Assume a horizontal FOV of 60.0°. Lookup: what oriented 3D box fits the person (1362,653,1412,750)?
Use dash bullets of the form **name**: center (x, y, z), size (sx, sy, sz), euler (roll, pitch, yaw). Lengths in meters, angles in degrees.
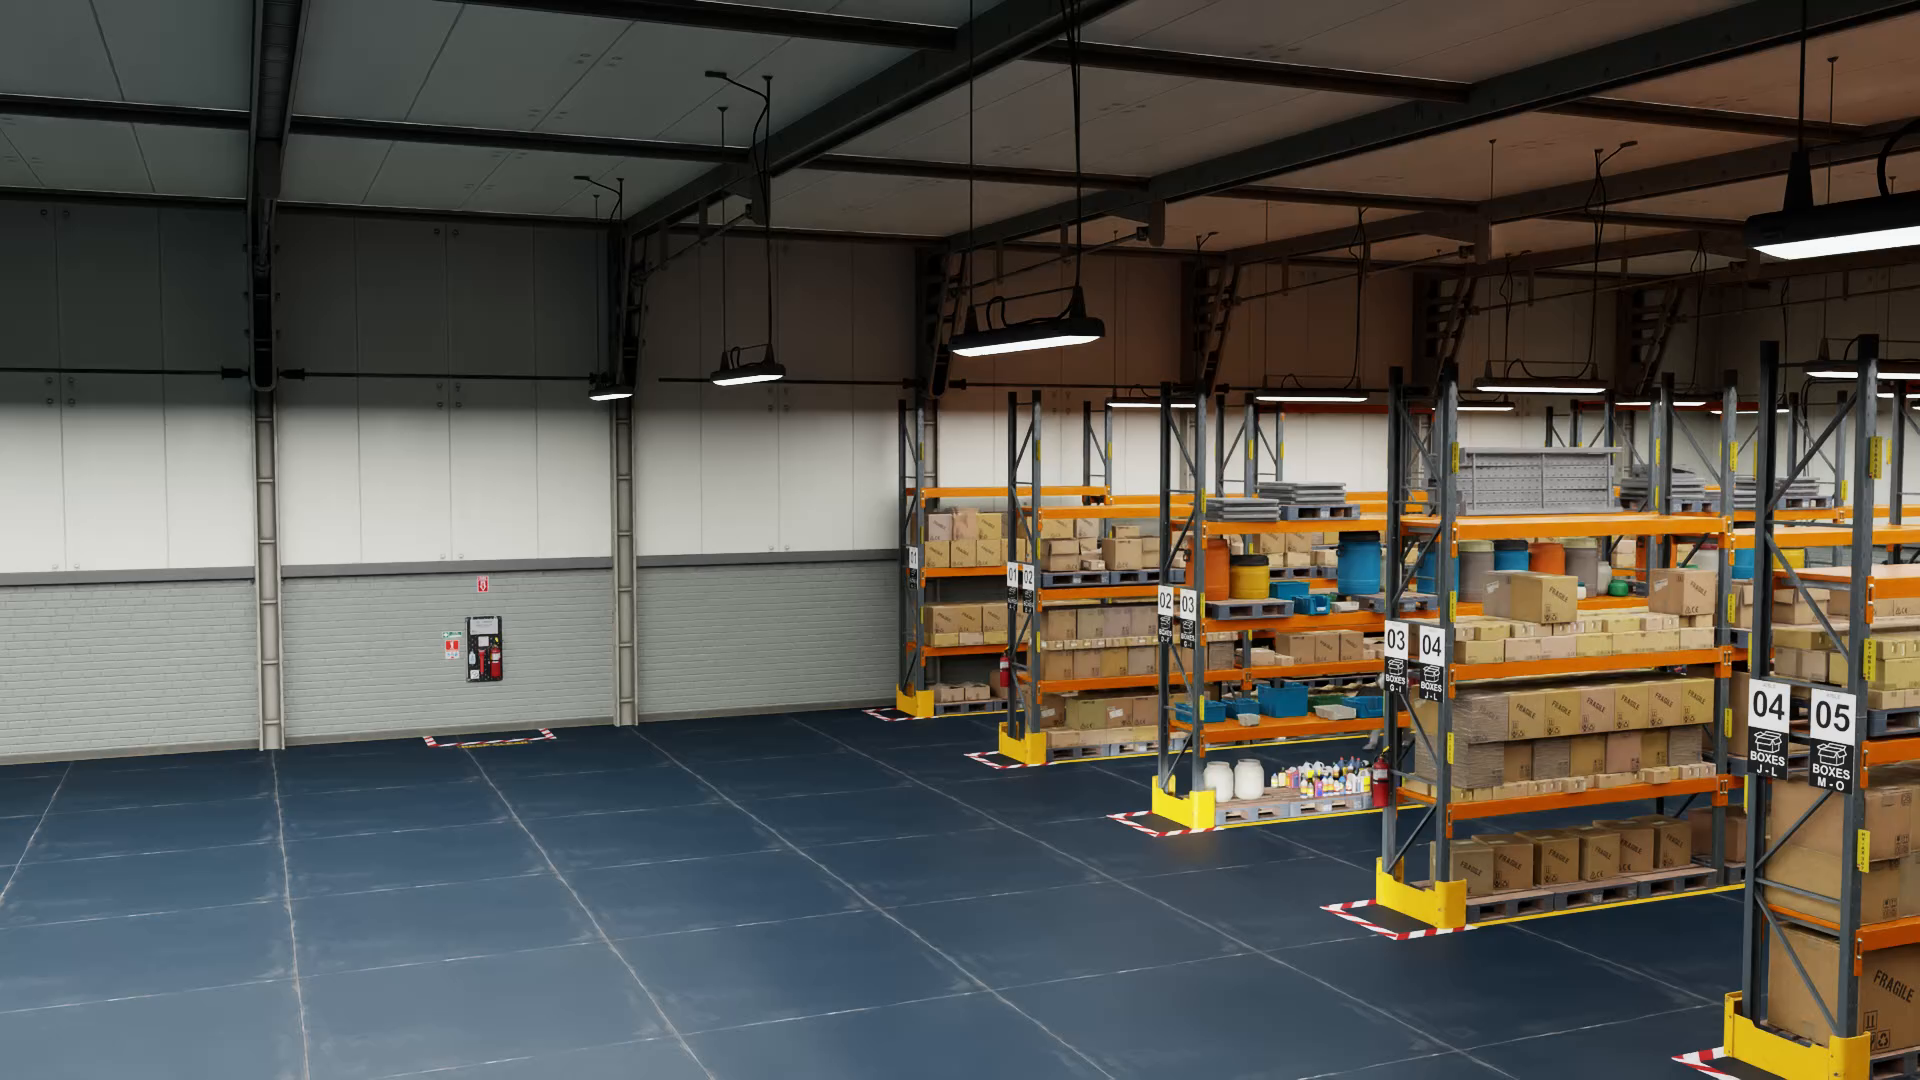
- **person**: center (7.202, 2.689, 27.909), size (1.075, 1.612, 0.425), euler (-3, 4, -39)
